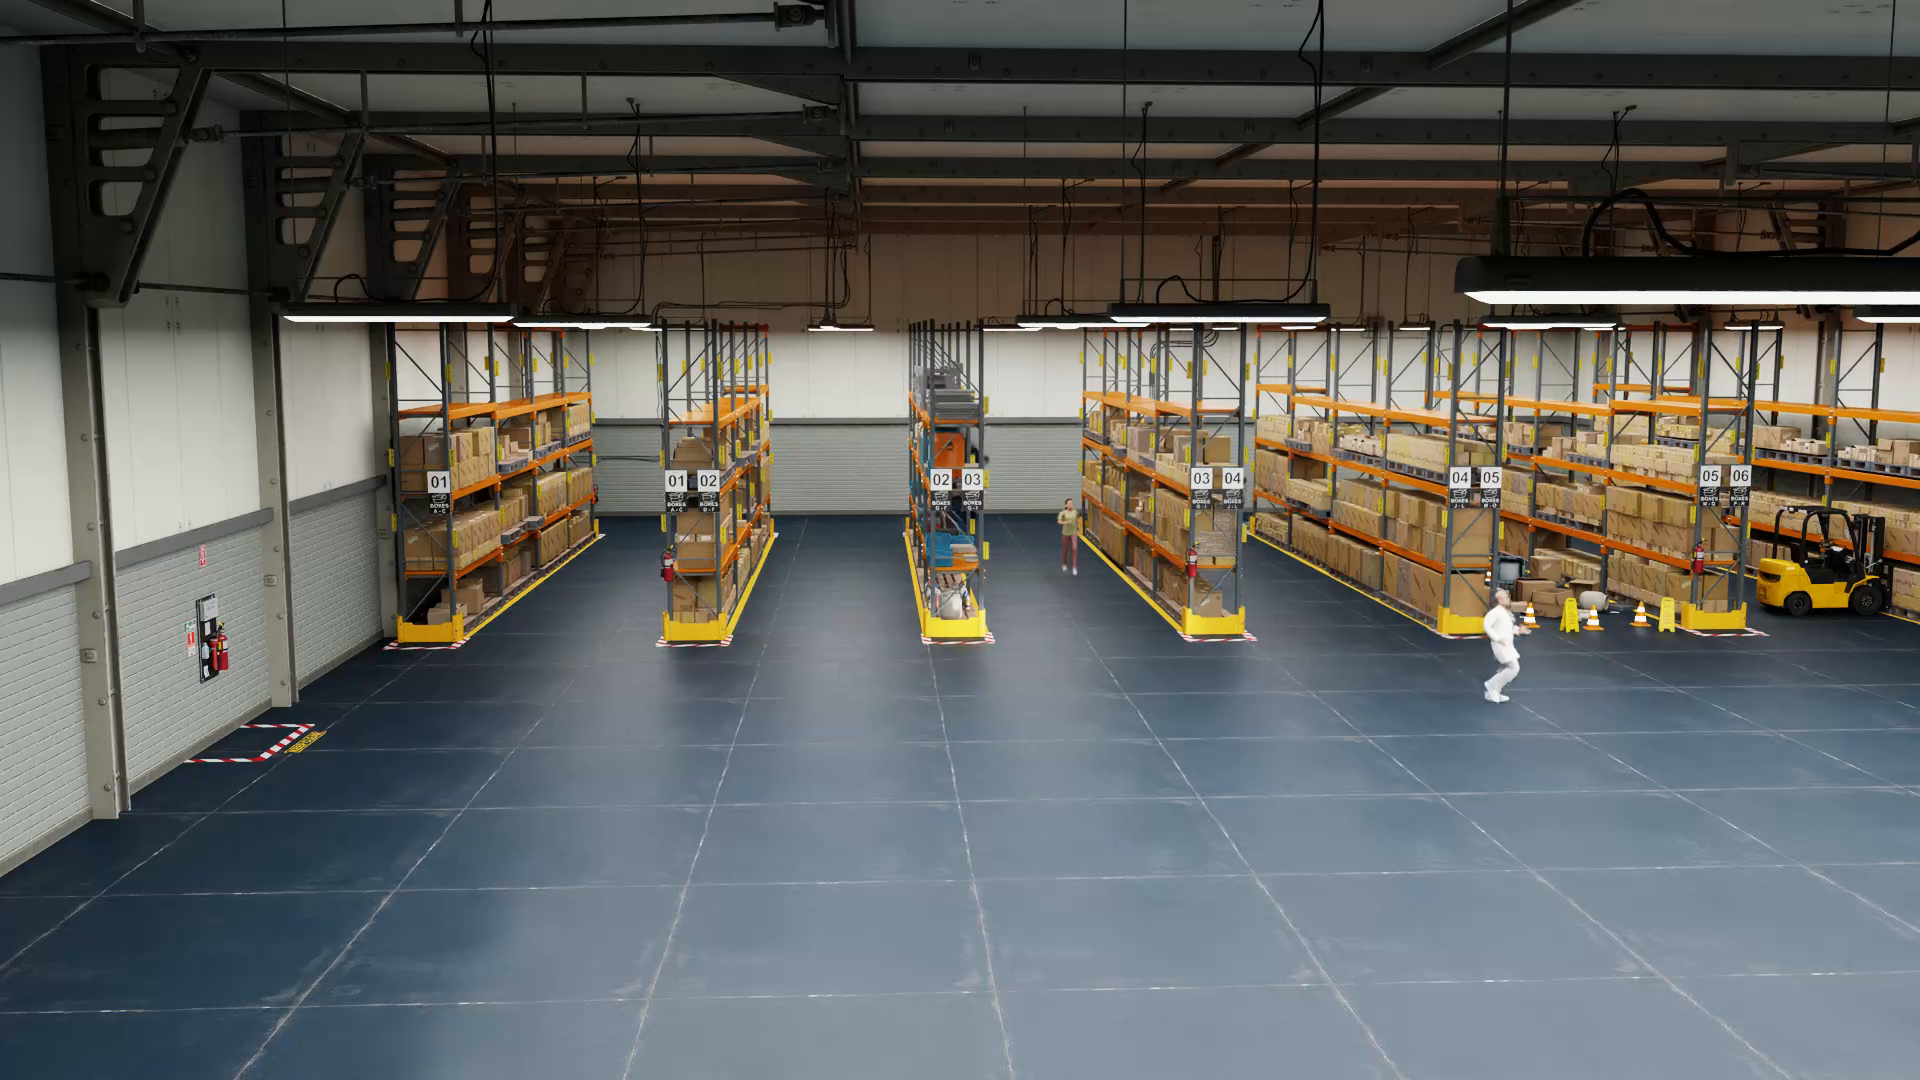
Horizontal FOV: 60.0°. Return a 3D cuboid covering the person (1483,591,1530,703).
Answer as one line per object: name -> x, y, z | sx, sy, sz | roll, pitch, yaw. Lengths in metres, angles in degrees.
person -> 8.501, 1.707, 25.855 | 0.642, 1.660, 0.694 | 4, 8, 29

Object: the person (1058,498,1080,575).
person -> 2.495, -0.102, 37.932 | 0.561, 1.702, 0.847 | -1, 7, -8

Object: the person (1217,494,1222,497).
person -> 7.178, -0.917, 47.369 | 0.690, 1.605, 0.656 | 0, 7, 3

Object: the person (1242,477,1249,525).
person -> 8.204, -1.119, 49.174 | 0.734, 1.547, 0.653 | 0, 7, -1
